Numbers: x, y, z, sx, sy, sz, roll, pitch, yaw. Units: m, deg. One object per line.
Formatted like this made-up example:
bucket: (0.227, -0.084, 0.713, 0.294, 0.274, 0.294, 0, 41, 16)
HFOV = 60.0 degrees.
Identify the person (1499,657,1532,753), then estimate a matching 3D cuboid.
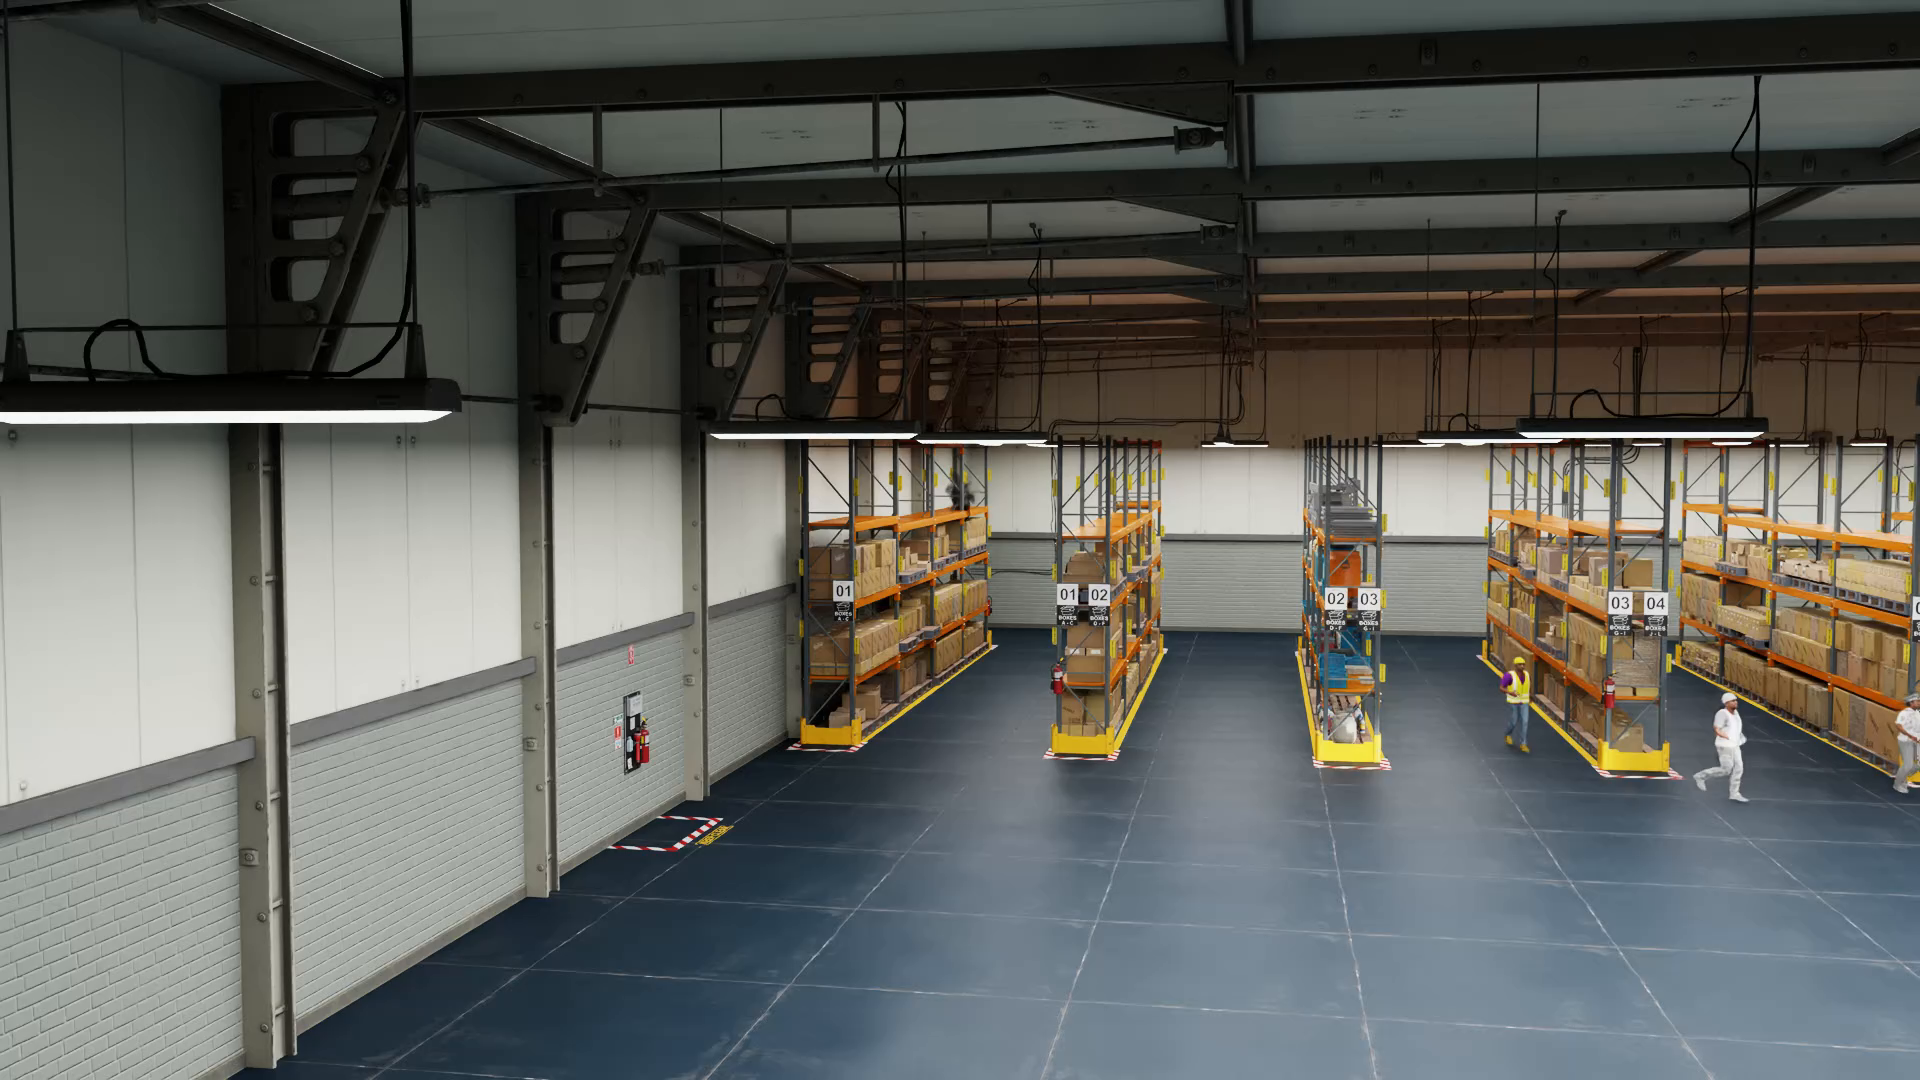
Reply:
person: (10.643, 3.116, 31.772, 0.693, 1.772, 0.914, 0, 3, -2)

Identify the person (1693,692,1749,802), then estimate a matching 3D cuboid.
person: (12.541, 3.376, 27.281, 0.688, 1.774, 0.840, -3, 4, -43)

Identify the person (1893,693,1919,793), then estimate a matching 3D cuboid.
person: (15.963, 3.394, 27.837, 0.613, 1.655, 0.487, -1, 3, -22)

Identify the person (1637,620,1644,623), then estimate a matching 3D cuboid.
person: (17.758, 2.537, 43.413, 0.691, 1.801, 0.723, 1, 3, 22)
